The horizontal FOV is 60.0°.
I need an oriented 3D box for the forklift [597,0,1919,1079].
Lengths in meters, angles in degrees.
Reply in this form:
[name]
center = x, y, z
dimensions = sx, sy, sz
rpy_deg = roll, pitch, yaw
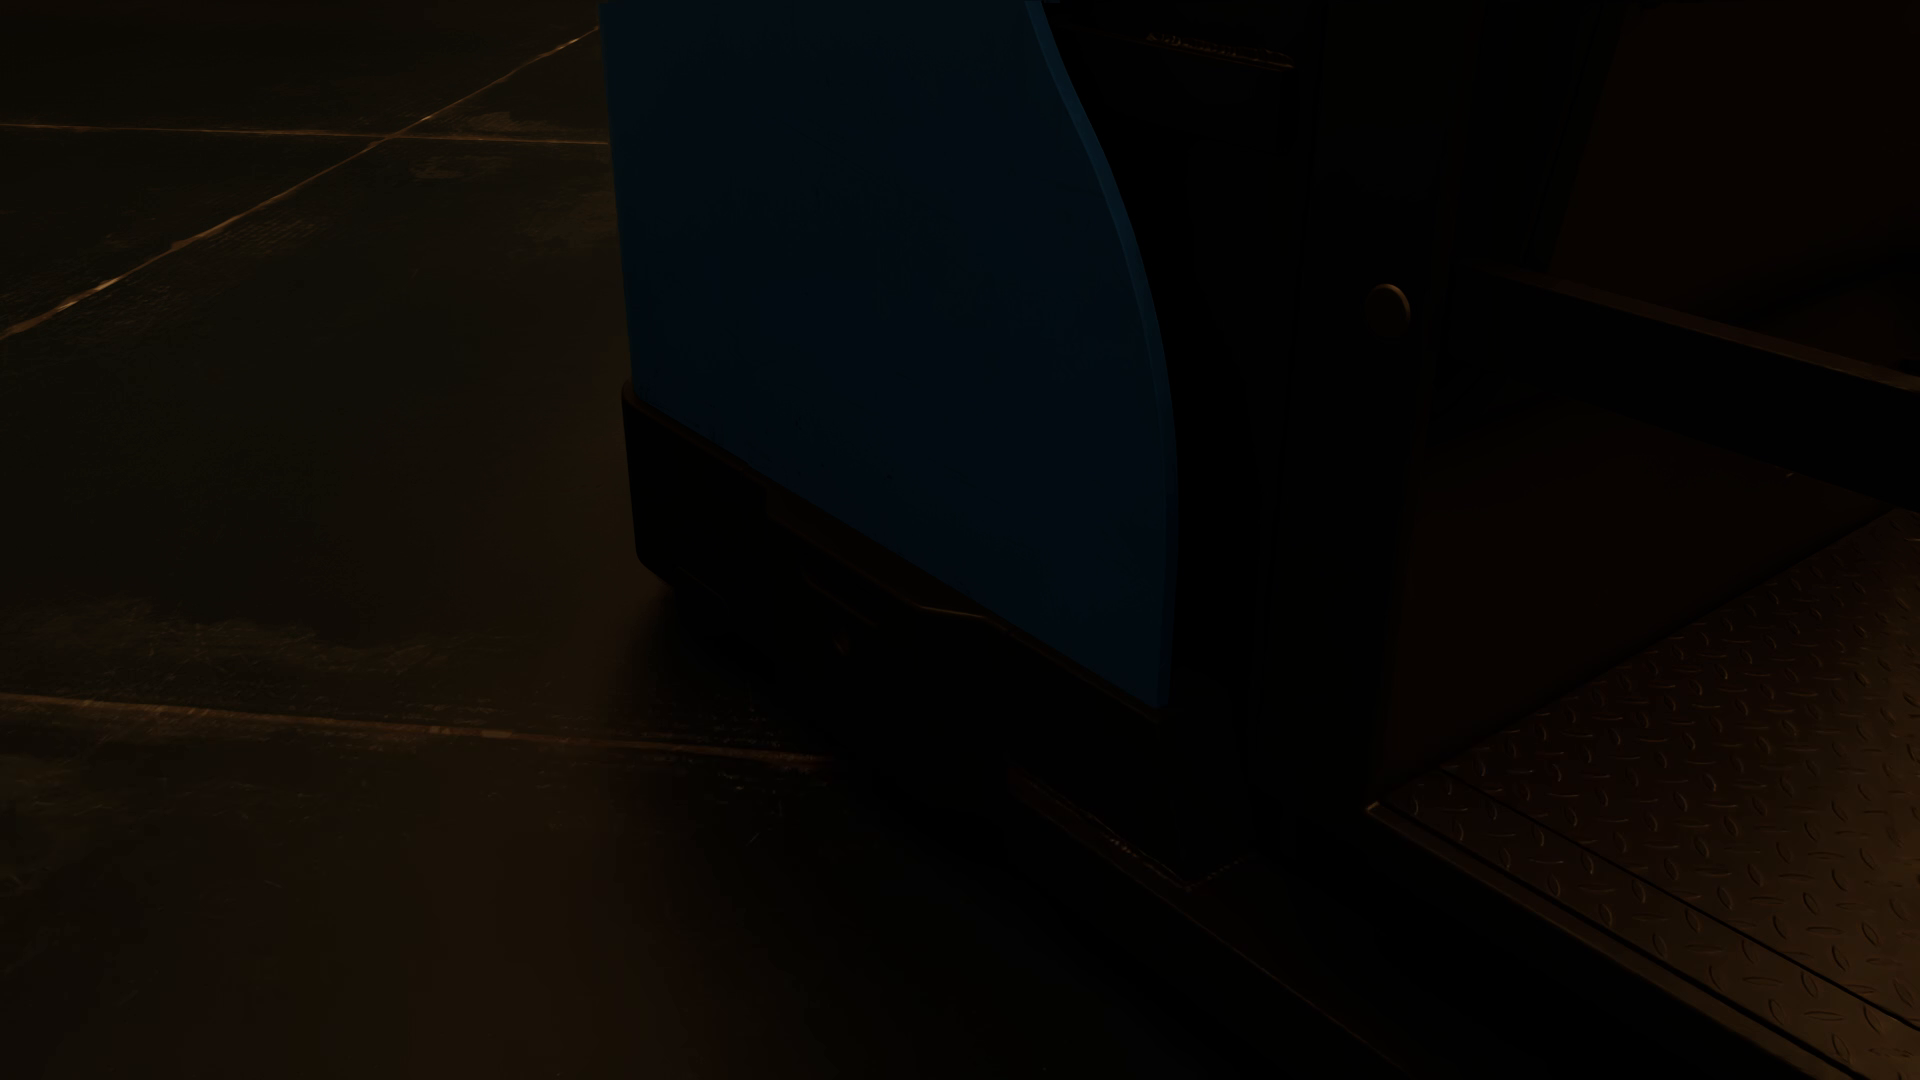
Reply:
[forklift]
center = 0.858, -0.862, 0.945
dimensions = 1.130, 2.935, 3.031
rpy_deg = -19, 32, -34
